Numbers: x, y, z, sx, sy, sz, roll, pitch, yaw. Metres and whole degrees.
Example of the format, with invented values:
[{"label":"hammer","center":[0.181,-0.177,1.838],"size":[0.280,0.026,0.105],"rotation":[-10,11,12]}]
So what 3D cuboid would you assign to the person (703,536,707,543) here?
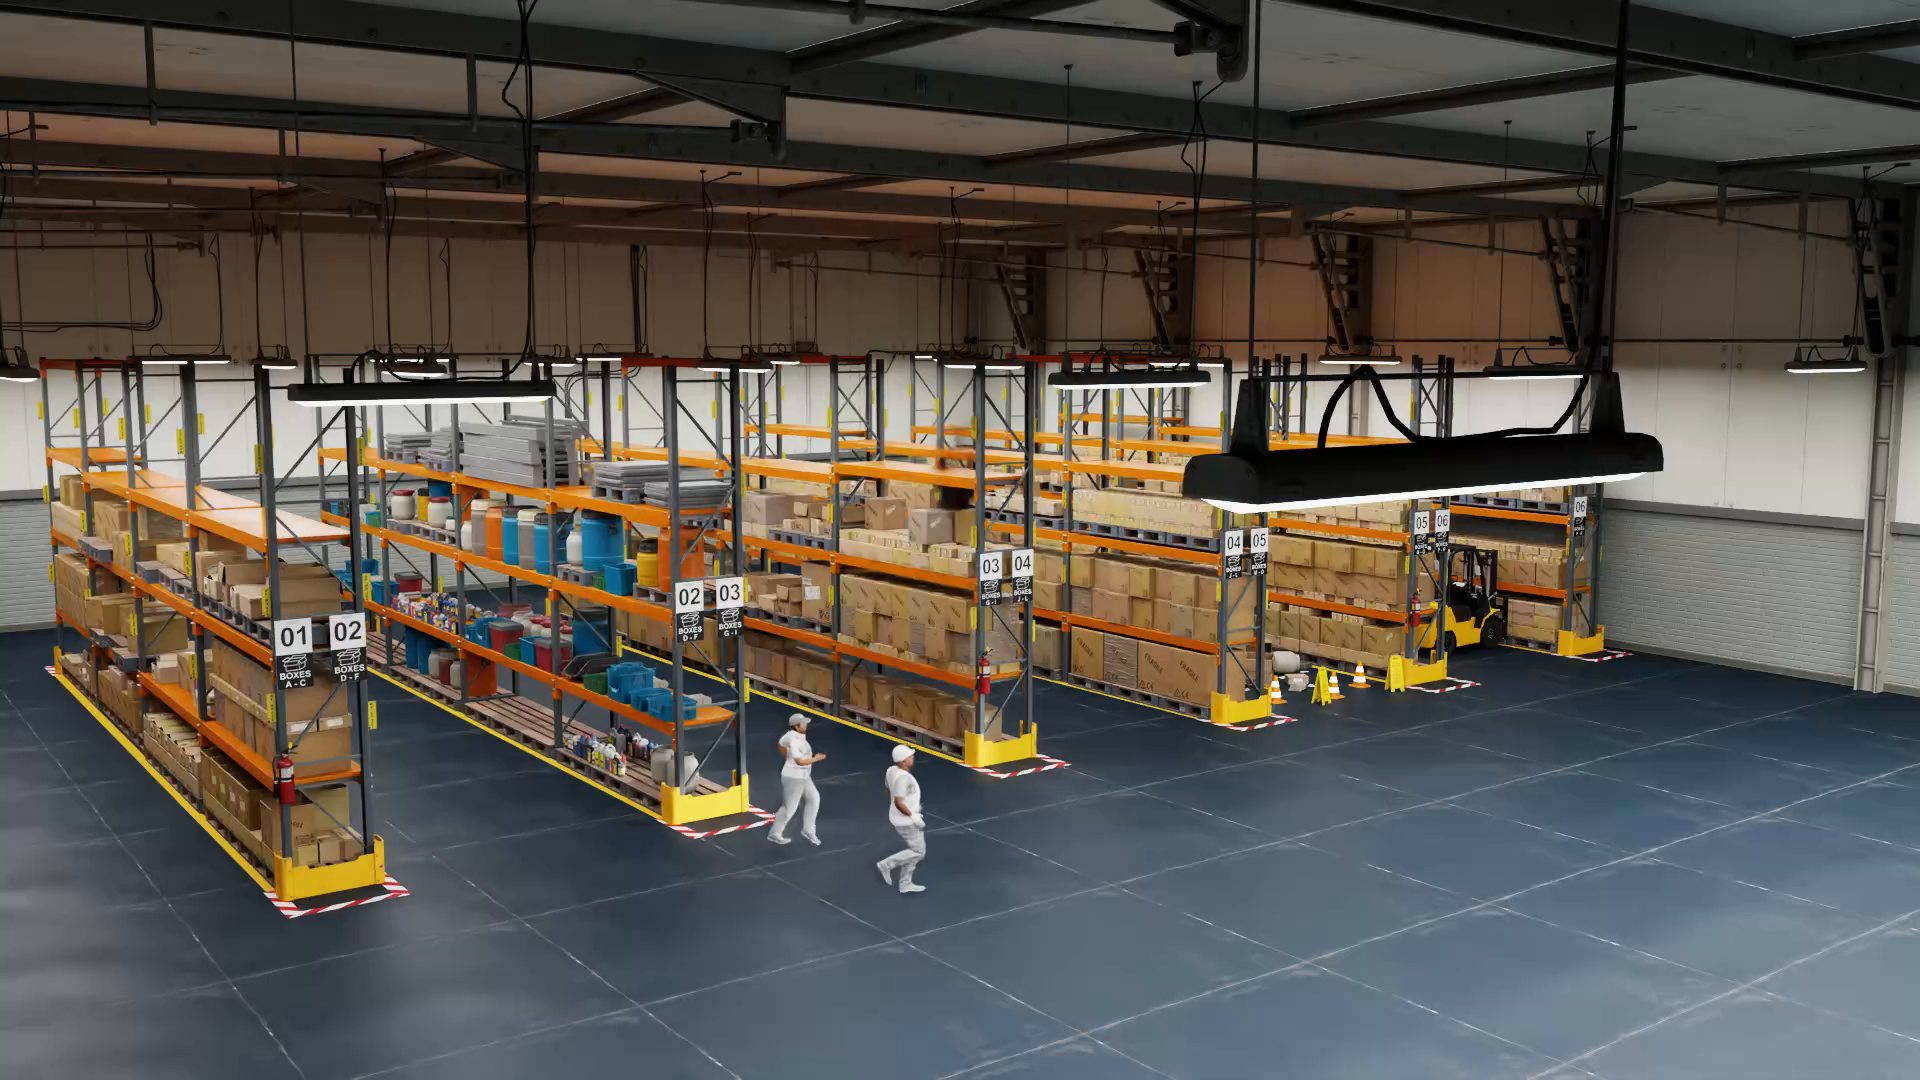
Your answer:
[{"label":"person","center":[-6.238,0.749,39.540],"size":[0.767,1.680,0.641],"rotation":[1,7,9]}]

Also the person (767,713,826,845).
[{"label":"person","center":[-2.046,3.025,20.830],"size":[0.736,1.720,0.609],"rotation":[0,7,-1]}]

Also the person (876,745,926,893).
[{"label":"person","center":[-0.683,3.197,19.029],"size":[0.602,1.737,0.689],"rotation":[-2,7,-14]}]
